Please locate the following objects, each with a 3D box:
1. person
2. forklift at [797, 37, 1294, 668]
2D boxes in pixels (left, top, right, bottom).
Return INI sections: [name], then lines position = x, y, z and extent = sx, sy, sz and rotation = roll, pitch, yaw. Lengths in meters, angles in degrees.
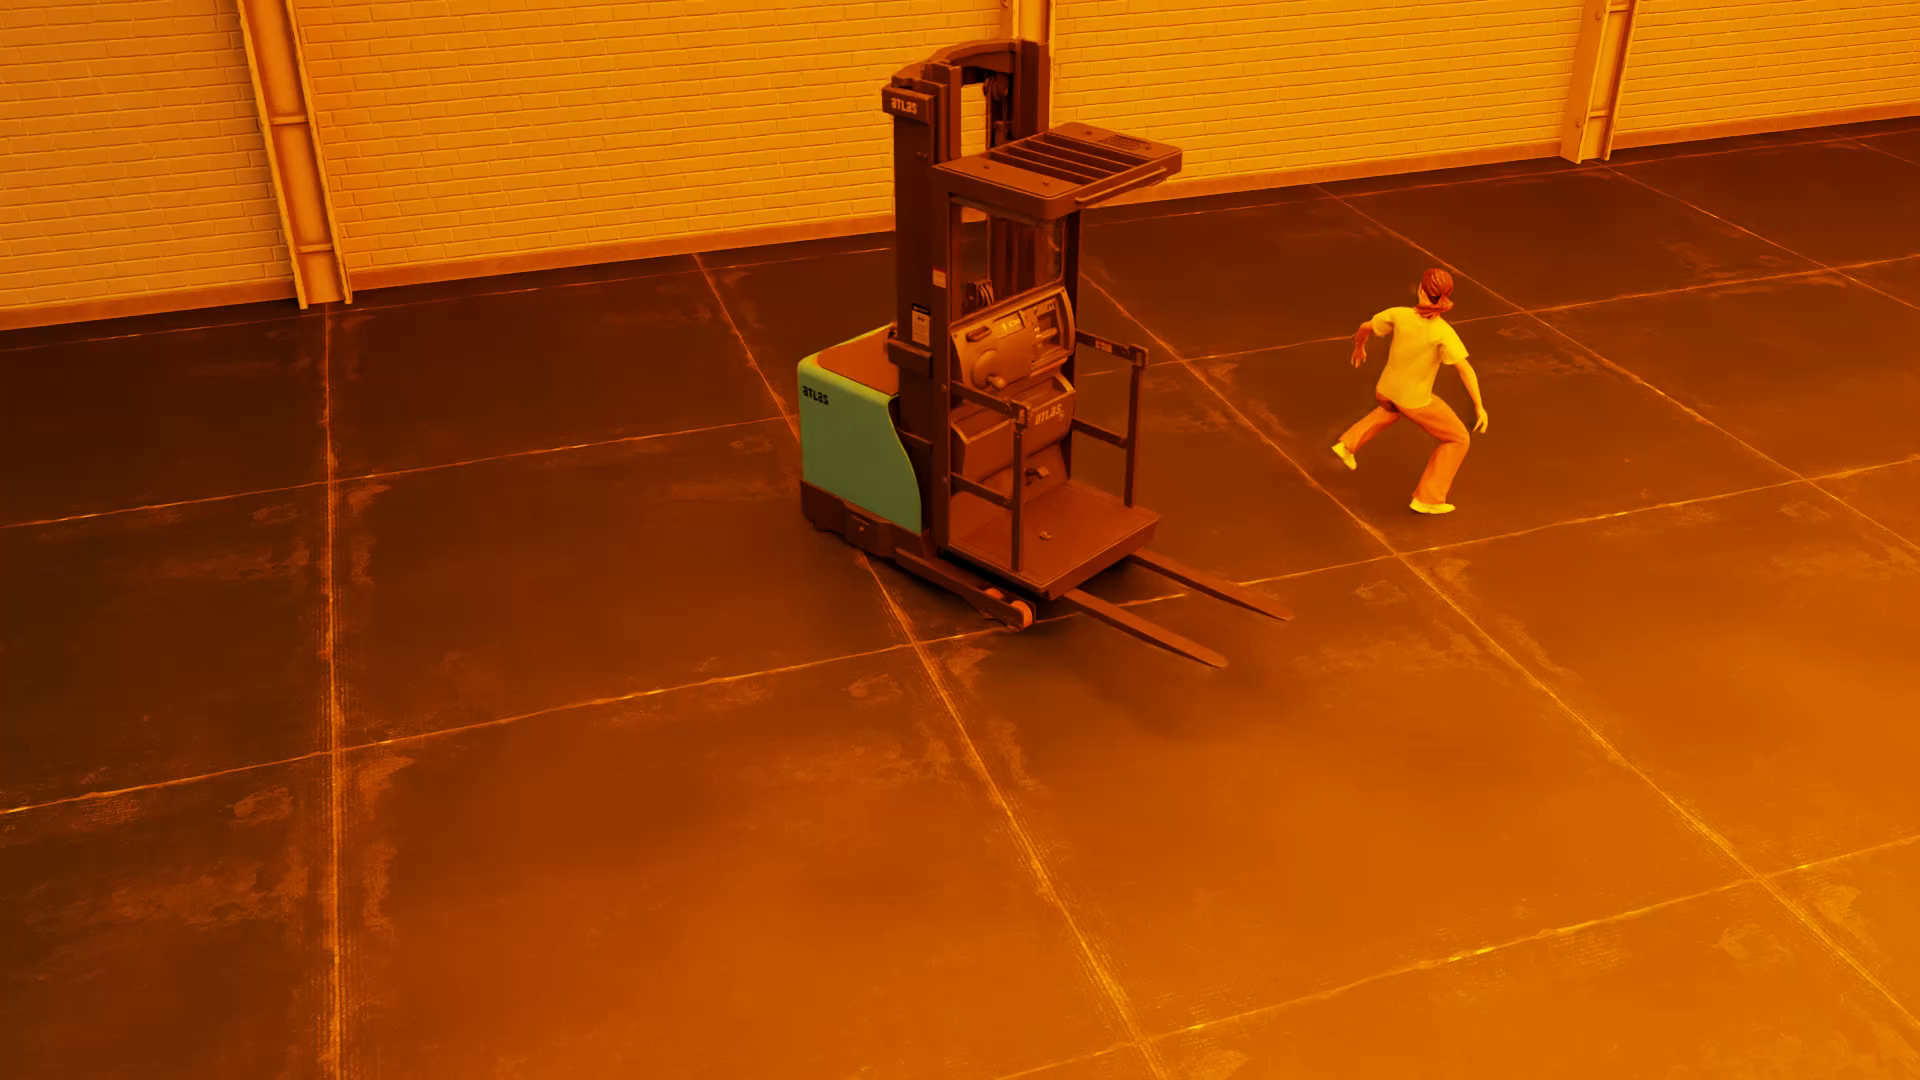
[person]
position = 2.784, -0.903, 10.101
extent = 0.502, 1.558, 0.972
rotation = -20, 35, -30
[forklift]
position = 0.451, -1.063, 8.935
extent = 3.031, 2.935, 1.130
rotation = 25, 38, 36
